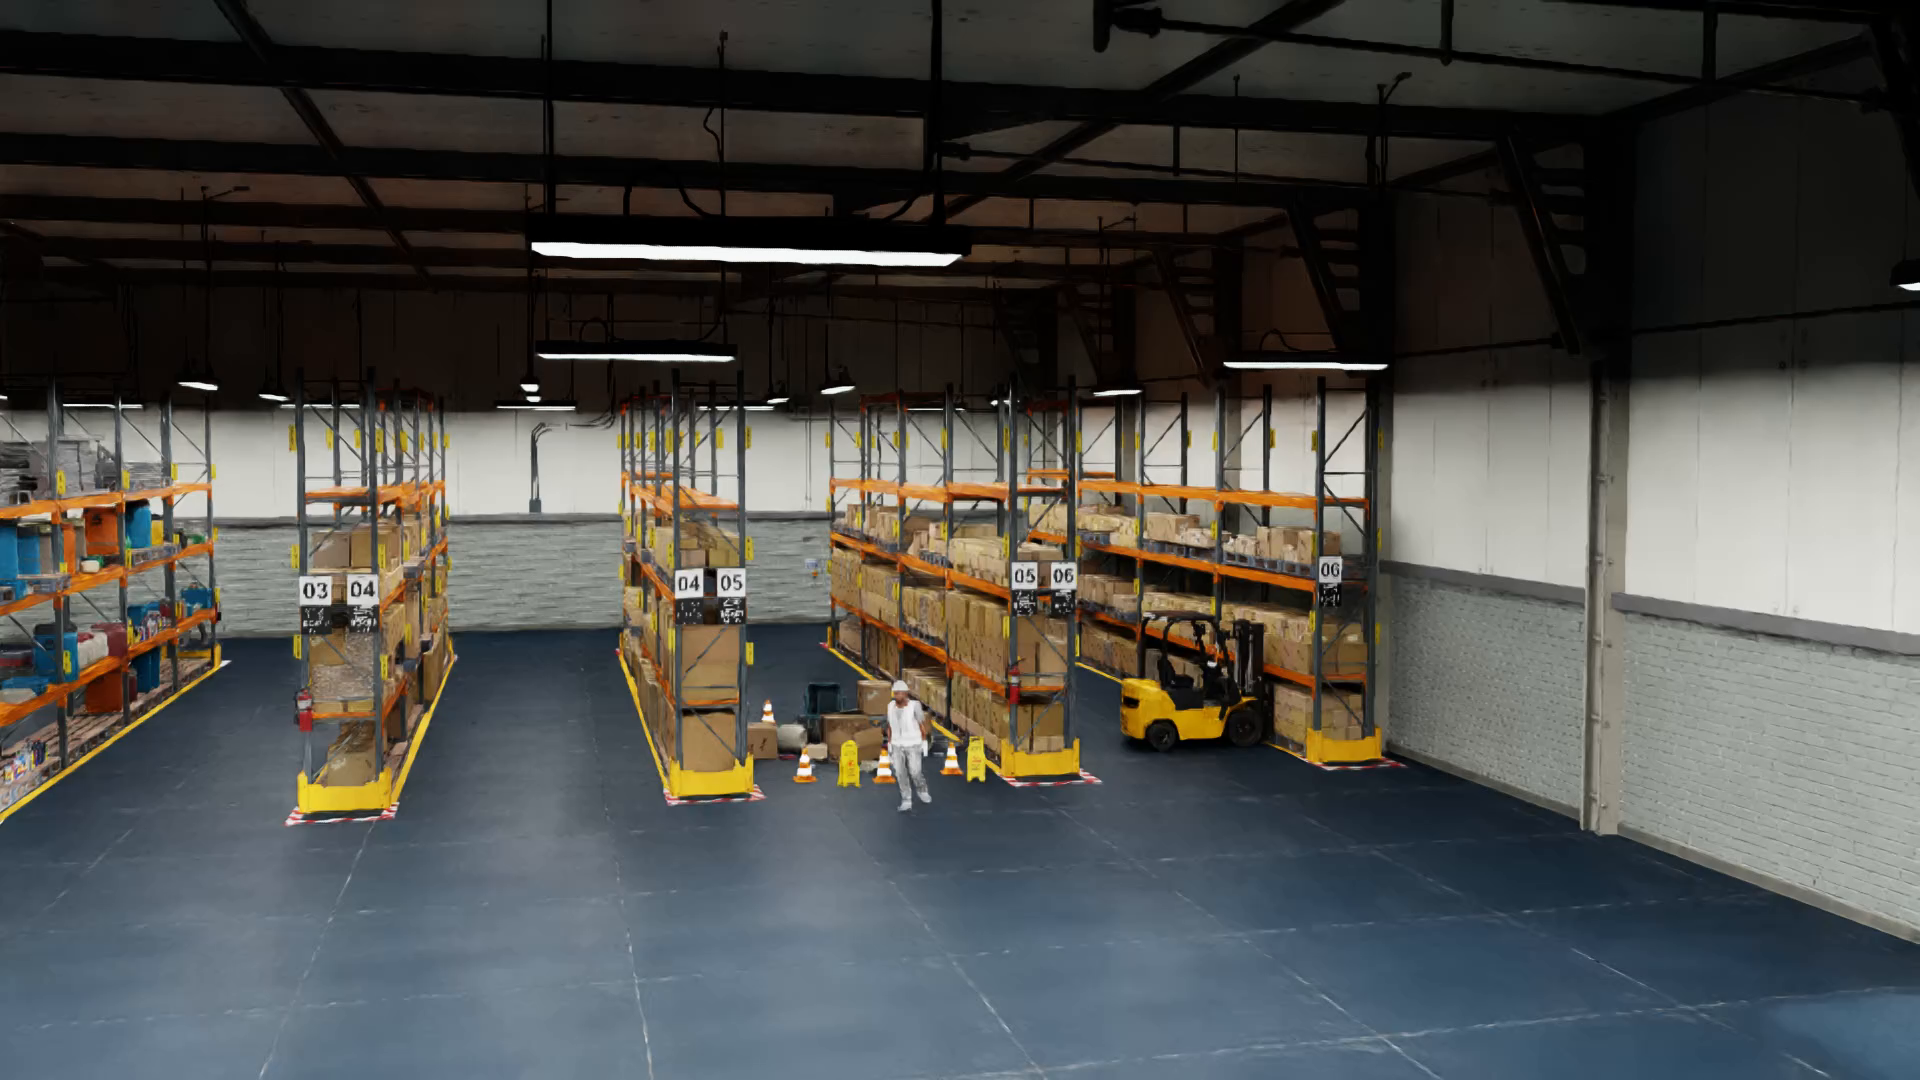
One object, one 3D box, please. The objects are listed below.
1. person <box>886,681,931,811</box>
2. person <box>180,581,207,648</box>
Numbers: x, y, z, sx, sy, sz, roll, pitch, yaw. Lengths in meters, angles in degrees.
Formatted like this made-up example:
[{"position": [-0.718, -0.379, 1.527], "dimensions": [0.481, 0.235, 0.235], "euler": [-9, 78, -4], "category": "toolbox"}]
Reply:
[{"position": [-0.704, 2.773, 22.546], "dimensions": [0.602, 1.777, 0.571], "euler": [1, 4, 22], "category": "person"}, {"position": [-18.546, 1.790, 40.292], "dimensions": [0.436, 1.587, 1.000], "euler": [0, 3, -5], "category": "person"}]
